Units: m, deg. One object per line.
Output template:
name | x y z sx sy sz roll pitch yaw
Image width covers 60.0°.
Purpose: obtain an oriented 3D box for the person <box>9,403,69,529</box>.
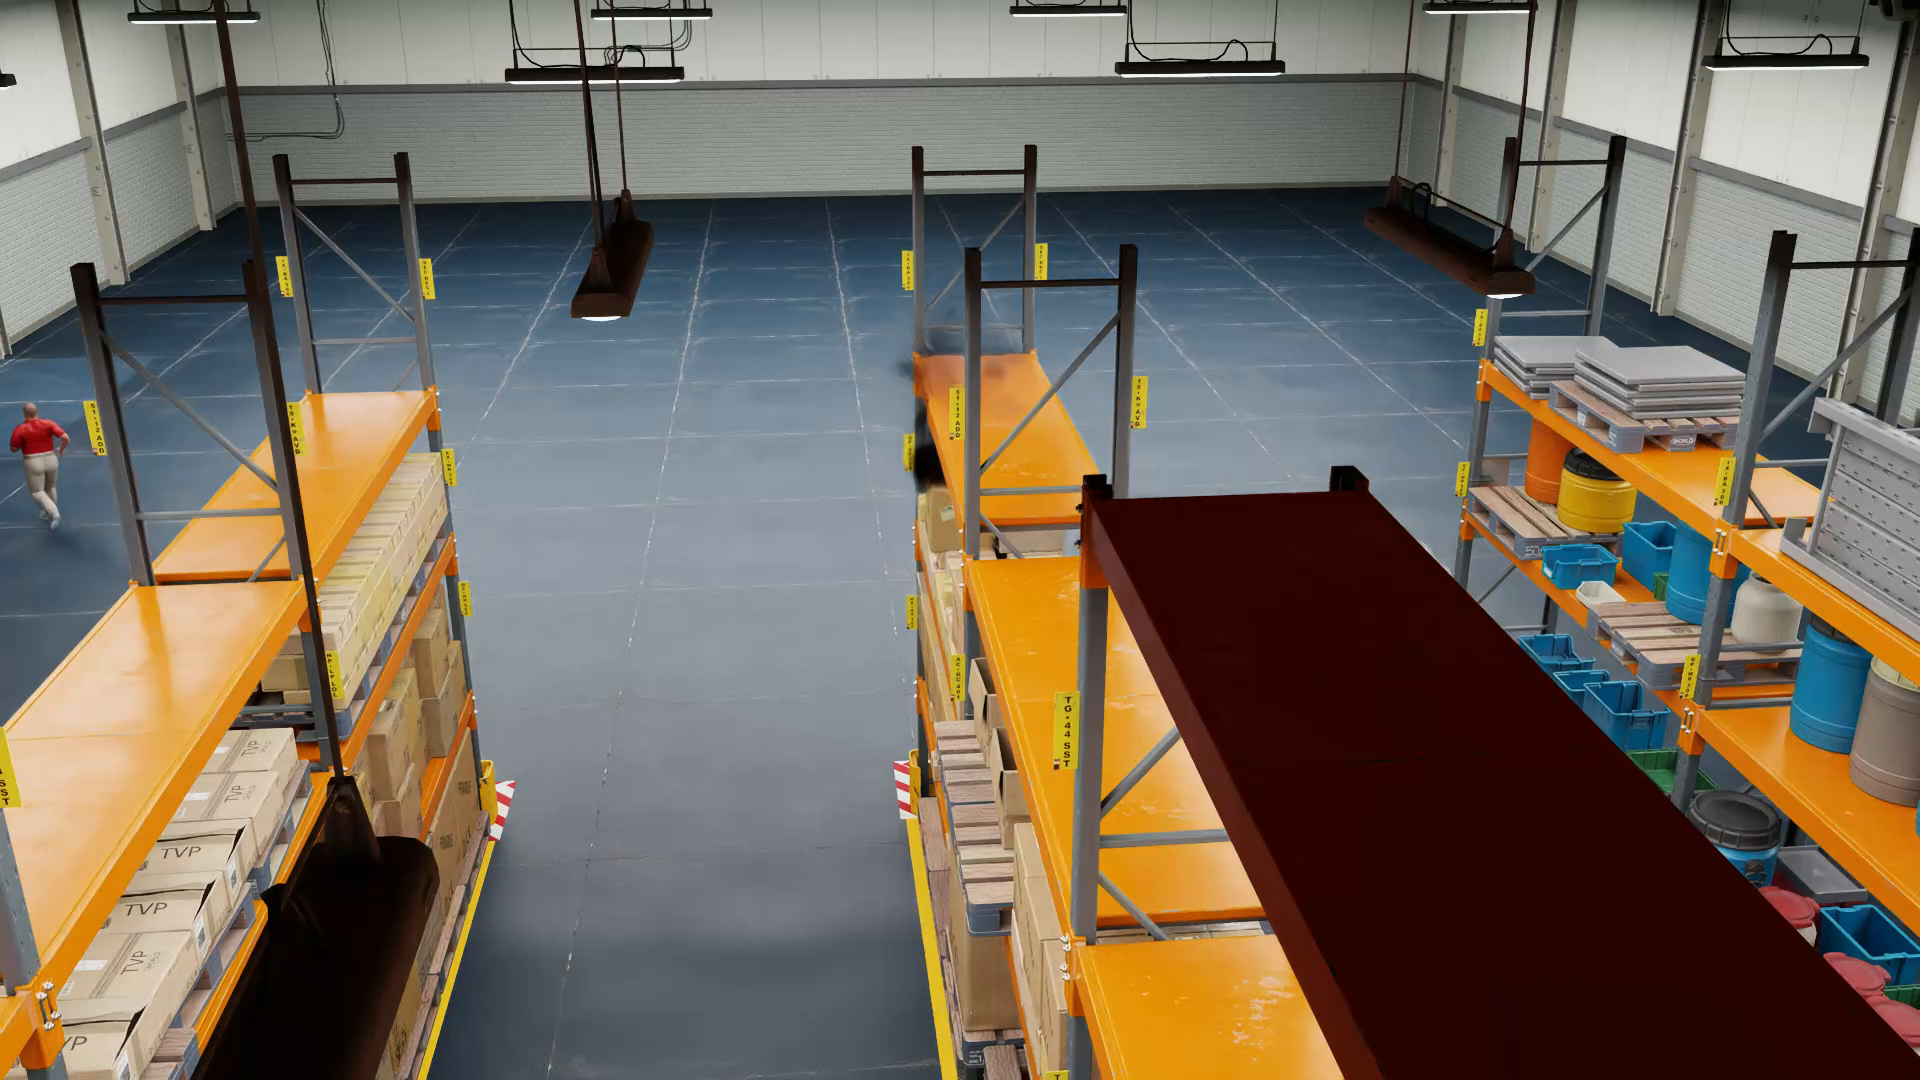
person | -12.036 -0.987 21.777 0.923 1.700 0.671 18 28 38
